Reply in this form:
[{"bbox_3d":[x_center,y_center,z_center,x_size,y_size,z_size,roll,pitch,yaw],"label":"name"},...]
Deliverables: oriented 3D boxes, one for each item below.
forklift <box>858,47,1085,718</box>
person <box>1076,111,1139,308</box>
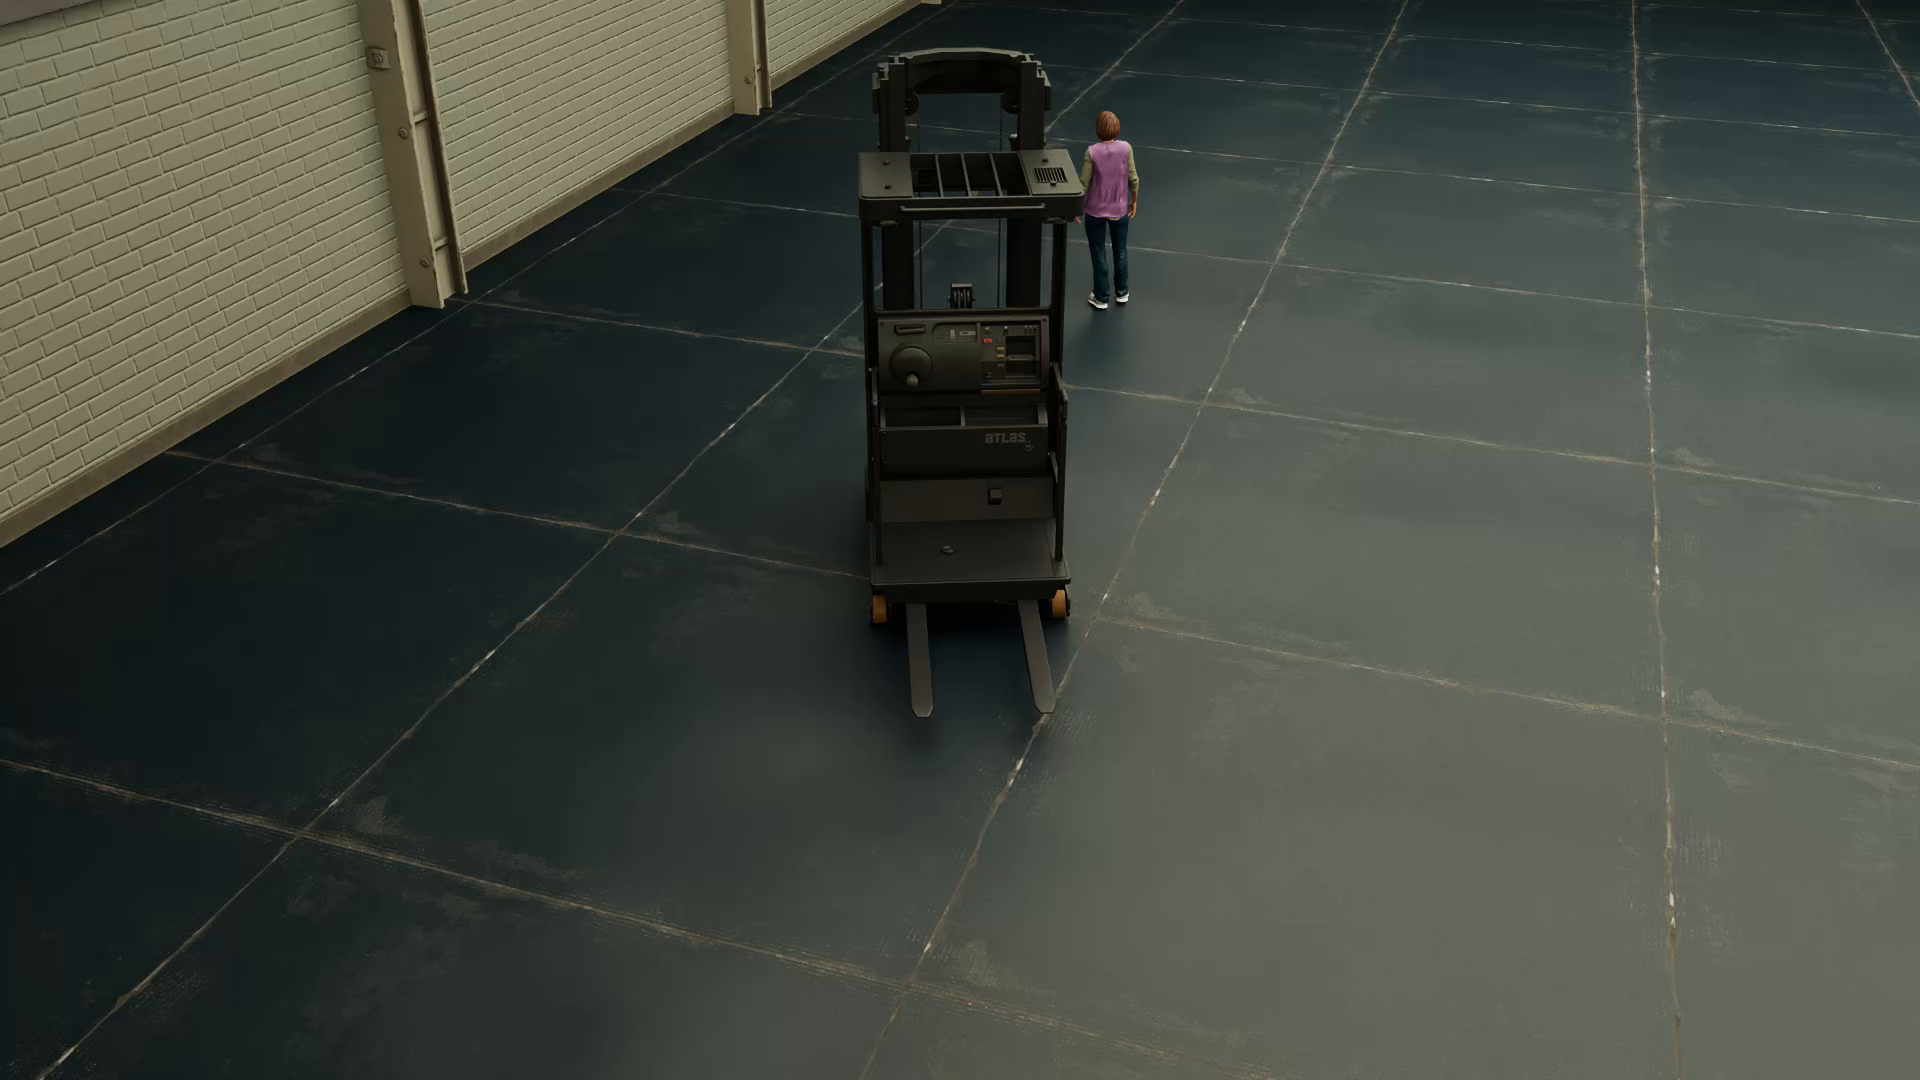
[{"bbox_3d":[0.035,-0.972,8.842,1.130,2.935,3.031,-2,30,-3],"label":"forklift"},{"bbox_3d":[1.137,-2.597,13.024,0.521,1.599,0.472,-4,30,-7],"label":"person"}]
